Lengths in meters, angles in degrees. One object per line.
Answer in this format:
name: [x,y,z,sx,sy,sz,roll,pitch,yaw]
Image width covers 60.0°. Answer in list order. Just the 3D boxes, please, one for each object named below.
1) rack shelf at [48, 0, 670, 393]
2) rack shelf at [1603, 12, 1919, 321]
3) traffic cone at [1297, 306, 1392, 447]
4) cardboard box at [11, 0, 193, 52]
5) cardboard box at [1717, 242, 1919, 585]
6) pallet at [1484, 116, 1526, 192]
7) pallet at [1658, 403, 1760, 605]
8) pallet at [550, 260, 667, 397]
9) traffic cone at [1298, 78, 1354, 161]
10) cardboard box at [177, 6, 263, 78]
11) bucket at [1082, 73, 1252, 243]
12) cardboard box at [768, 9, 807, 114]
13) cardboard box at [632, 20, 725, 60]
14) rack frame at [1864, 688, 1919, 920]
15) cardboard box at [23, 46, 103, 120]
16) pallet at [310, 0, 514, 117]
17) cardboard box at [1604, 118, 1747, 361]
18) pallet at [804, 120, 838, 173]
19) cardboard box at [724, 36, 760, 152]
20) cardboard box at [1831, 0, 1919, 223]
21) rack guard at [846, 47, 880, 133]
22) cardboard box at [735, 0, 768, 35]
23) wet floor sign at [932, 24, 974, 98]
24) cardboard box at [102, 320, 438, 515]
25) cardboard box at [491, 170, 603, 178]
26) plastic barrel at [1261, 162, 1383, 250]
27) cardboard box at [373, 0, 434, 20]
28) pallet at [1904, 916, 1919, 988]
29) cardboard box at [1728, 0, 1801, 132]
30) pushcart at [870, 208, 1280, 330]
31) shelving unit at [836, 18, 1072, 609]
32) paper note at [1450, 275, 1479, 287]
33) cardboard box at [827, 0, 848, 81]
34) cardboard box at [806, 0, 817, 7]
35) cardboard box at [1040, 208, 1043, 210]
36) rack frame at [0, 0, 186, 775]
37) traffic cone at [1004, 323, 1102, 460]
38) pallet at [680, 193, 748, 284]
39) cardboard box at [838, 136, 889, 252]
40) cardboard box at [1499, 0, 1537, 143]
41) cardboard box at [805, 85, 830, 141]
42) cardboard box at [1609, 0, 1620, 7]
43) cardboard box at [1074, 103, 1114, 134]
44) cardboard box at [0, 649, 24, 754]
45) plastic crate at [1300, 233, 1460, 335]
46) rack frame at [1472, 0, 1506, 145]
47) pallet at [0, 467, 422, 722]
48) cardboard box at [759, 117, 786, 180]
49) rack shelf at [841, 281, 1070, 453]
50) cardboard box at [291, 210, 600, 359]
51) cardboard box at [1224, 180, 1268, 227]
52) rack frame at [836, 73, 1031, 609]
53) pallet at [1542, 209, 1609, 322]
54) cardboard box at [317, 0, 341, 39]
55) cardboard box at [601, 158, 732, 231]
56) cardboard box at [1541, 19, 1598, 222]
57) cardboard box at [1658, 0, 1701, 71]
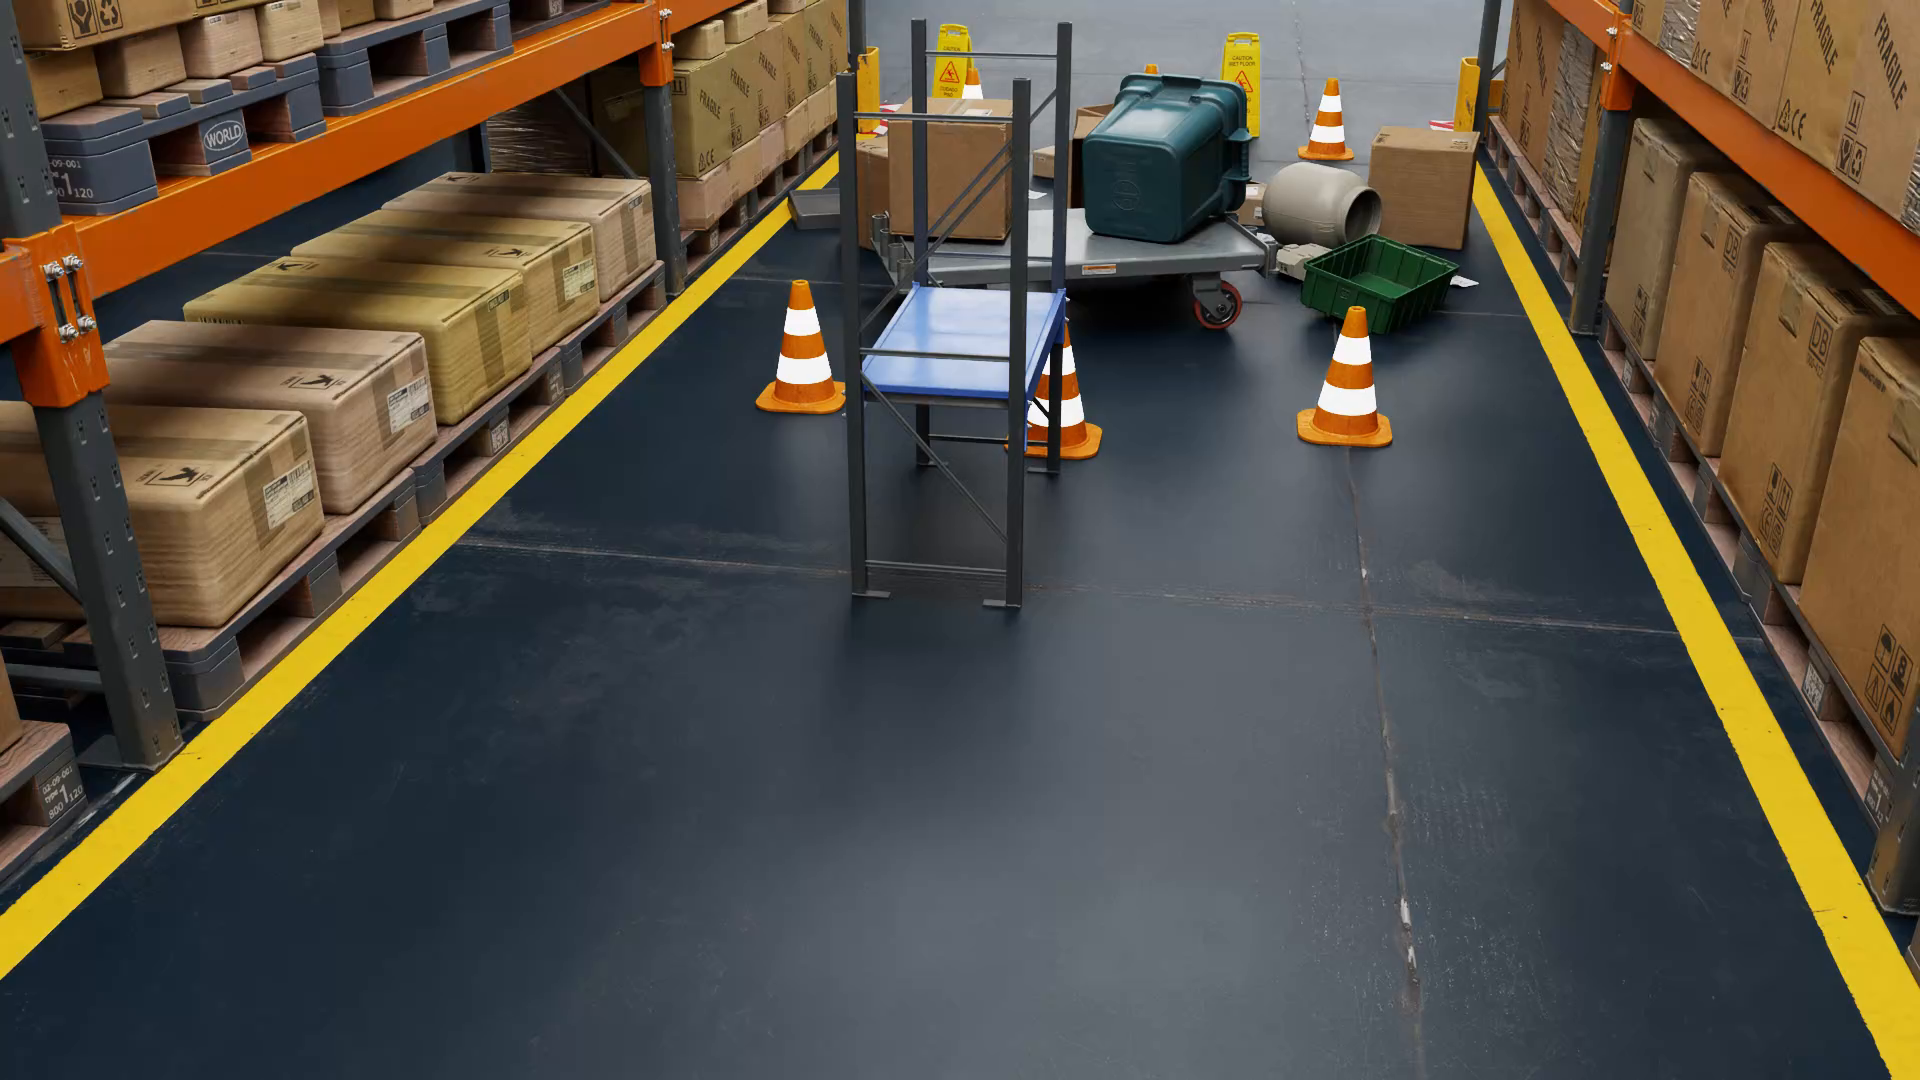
rack shelf: [-2.106,-1.360,5.467,1.077,0.370,4.000,4,25,9]
rack shelf: [2.794,-1.060,4.824,1.077,0.370,4.000,4,25,9]
traffic cone: [1.412,-0.617,6.022,0.336,0.463,0.334,4,25,9]
cardboard box: [-2.131,-1.392,3.722,0.500,0.500,0.500,3,25,7]
cardboard box: [2.795,-0.335,4.585,1.050,0.750,0.750,4,25,9]
pallet: [3.721,-2.292,9.898,1.003,0.211,1.213,4,25,9]
pallet: [2.872,-0.119,5.256,1.003,0.211,1.213,4,25,9]
pallet: [-1.905,-0.934,6.997,1.003,0.211,1.213,4,25,9]
traffic cone: [2.287,-2.622,10.306,0.336,0.463,0.334,4,25,9]
cardboard box: [-2.026,-1.276,4.240,0.380,0.149,0.250,2,25,5]
bucket: [0.869,-1.645,7.293,0.726,0.611,0.620,13,38,26]
cardboard box: [-1.170,-2.698,9.339,0.500,0.500,0.500,3,25,7]
cardboard box: [-1.336,-2.377,7.889,0.380,0.149,0.250,4,25,9]
rack frame: [2.467,-0.549,2.885,1.000,3.000,0.127,4,25,9]
cardboard box: [-2.196,-1.049,3.754,0.380,0.149,0.250,3,25,5]
pallet: [-2.149,-1.594,5.343,1.003,0.211,1.213,4,25,9]
cardboard box: [3.108,-1.128,6.279,1.050,0.750,0.750,4,25,8]
pallet: [-1.305,-2.564,10.478,1.003,0.211,1.213,4,25,9]
cardboard box: [-1.340,-2.260,8.404,0.500,0.500,0.500,5,26,11]
cardboard box: [2.359,-1.010,3.751,0.500,0.500,0.500,4,25,9]
rack guard: [-1.138,-3.032,11.137,1.175,0.500,0.348,4,25,9]
cardboard box: [-1.213,-2.705,8.589,0.380,0.149,0.250,5,26,12]
wet floor sign: [-0.038,-3.135,11.186,0.267,0.644,0.232,13,28,26]
cardboard box: [-2.218,-0.395,5.159,0.950,0.372,0.625,4,25,8]
cardboard box: [-1.947,-1.734,8.163,0.500,0.250,0.500,5,26,11]
plastic barrel: [1.793,-1.636,8.246,0.421,0.421,0.512,-20,32,-36]
cardboard box: [-1.884,-1.722,5.191,0.380,0.149,0.250,5,26,10]
pallet: [2.338,1.041,2.778,1.003,0.211,1.213,4,25,9]
cardboard box: [2.520,-1.434,4.657,0.500,0.500,0.500,4,25,9]
pushcart: [0.479,-1.198,7.364,1.648,0.377,0.936,-5,25,-10]
shelving unit: [0.014,-0.715,5.008,0.538,1.500,1.048,4,25,9]
paper note: [2.338,-1.222,7.823,0.147,0.020,0.142,-14,29,-27]
cardboard box: [-0.999,-3.127,10.256,0.500,0.500,0.500,4,25,9]
cardboard box: [-1.037,-3.158,9.556,0.380,0.149,0.250,4,25,9]
cardboard box: [0.472,-1.477,8.091,0.258,0.266,0.396,-14,29,-27]
rack frame: [-2.433,-0.850,3.527,1.000,3.000,0.127,4,25,9]
traffic cone: [0.339,-0.568,5.917,0.336,0.463,0.334,4,25,9]
pallet: [-1.704,-1.543,8.298,1.003,0.211,1.213,4,25,9]
cardboard box: [-0.261,-1.746,8.387,0.500,0.500,0.500,-20,32,-36]
cardboard box: [3.729,-2.835,9.779,0.875,0.875,0.875,4,25,9]
cardboard box: [-1.084,-2.568,9.946,0.500,0.250,0.500,4,25,9]
cardboard box: [3.170,-2.445,6.759,0.875,0.550,0.550,4,25,9]
cardboard box: [1.085,-2.155,9.260,0.797,0.503,0.637,-14,29,-27]
cardboard box: [-2.627,0.205,3.284,0.875,0.875,0.875,4,25,8]
plastic crate: [1.857,-1.138,7.392,0.450,0.188,0.662,29,36,30]
rack frame: [3.775,-3.895,10.033,1.000,3.000,0.127,4,25,9]
pallet: [-2.303,0.086,4.816,1.003,0.211,1.213,4,25,9]
cardboard box: [-1.256,-2.142,9.036,0.500,0.250,0.500,4,25,8]
rack shelf: [0.014,-0.552,5.085,0.538,0.185,1.000,4,25,9]
cardboard box: [-1.976,-1.002,6.458,0.950,0.372,0.625,6,26,12]
cardboard box: [1.585,-1.830,8.847,0.396,0.266,0.258,8,26,18]
rack frame: [-0.069,-0.502,4.554,0.500,1.500,0.032,4,25,9]
pallet: [3.323,-1.272,7.718,1.003,0.211,1.213,4,25,9]
cardboard box: [-1.999,-1.496,4.709,0.380,0.149,0.250,6,26,12]
cardboard box: [-1.416,-1.696,8.082,0.500,0.250,0.500,3,25,6]
cardboard box: [3.437,-2.085,8.178,0.875,0.875,0.875,4,25,9]
cardboard box: [2.688,-1.855,5.556,0.500,0.500,0.500,4,25,9]
